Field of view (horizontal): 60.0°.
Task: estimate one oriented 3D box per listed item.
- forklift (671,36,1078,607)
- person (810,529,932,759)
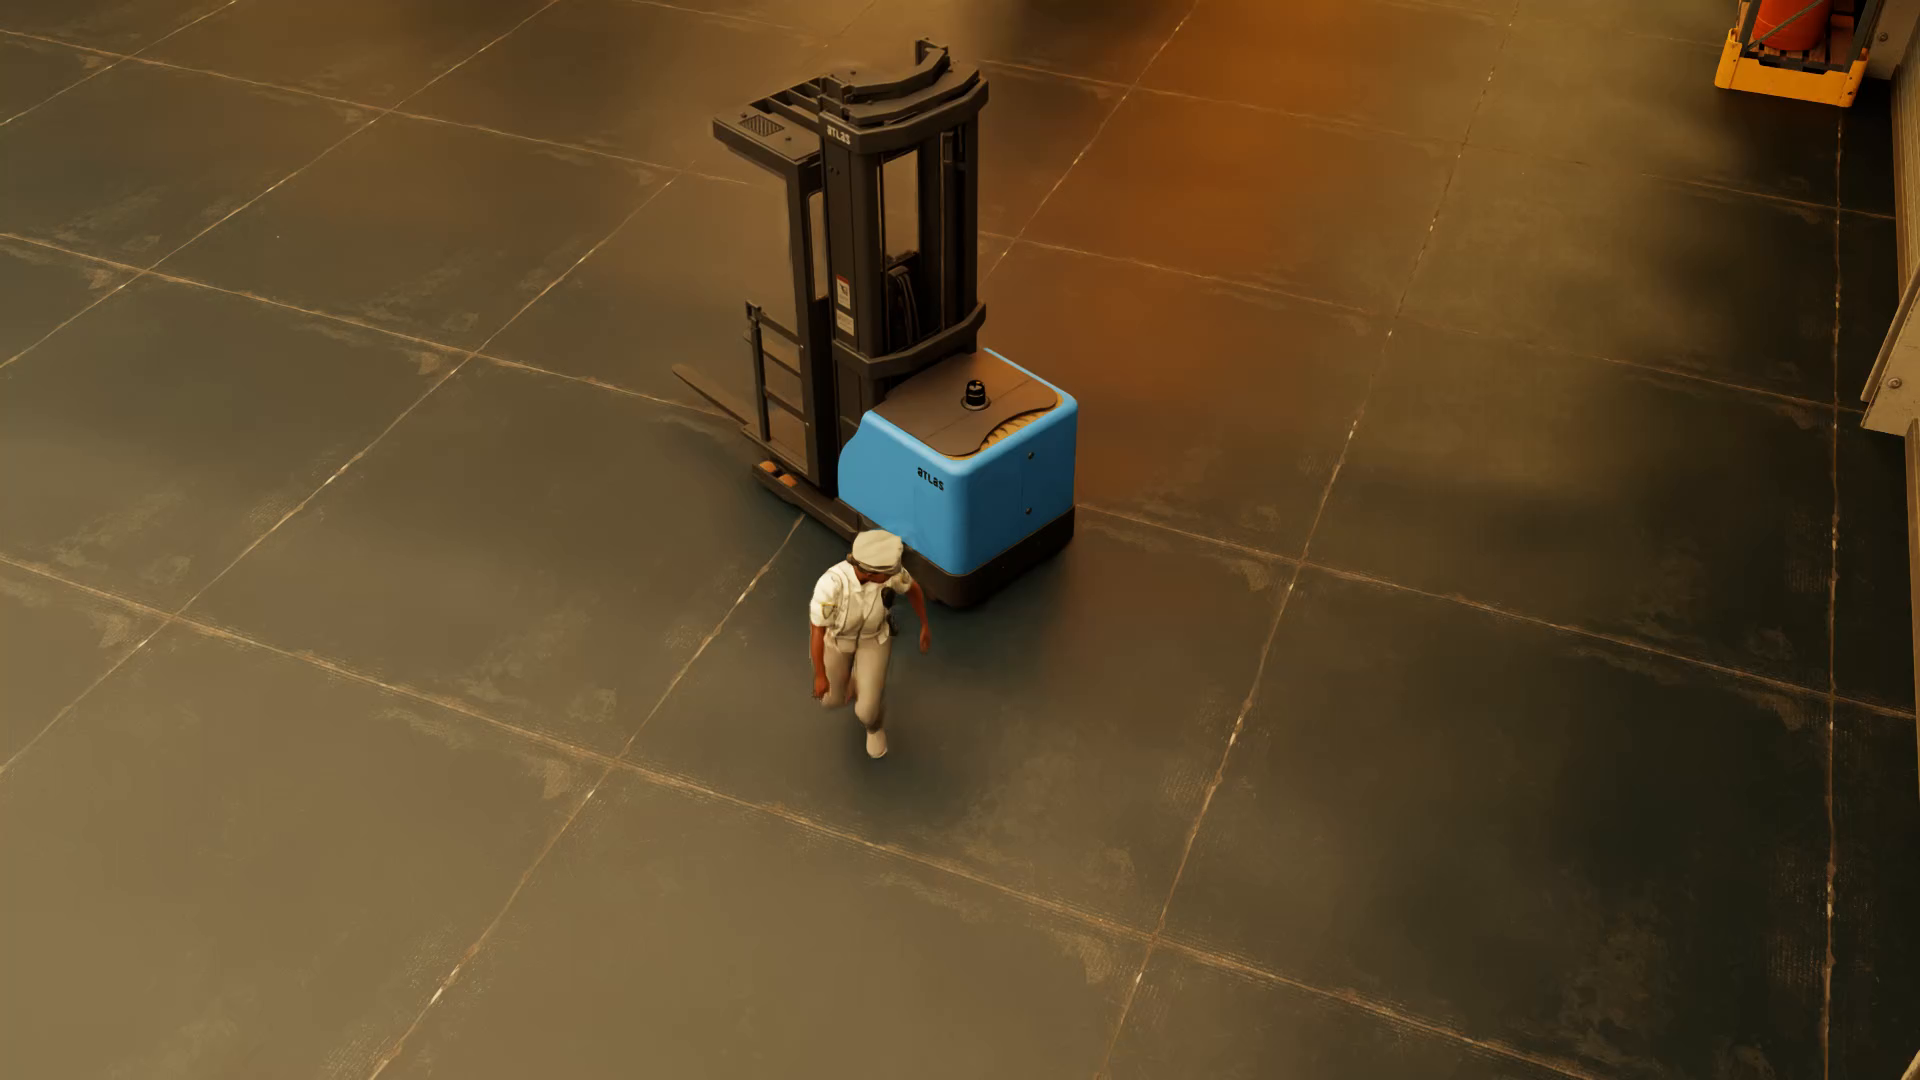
[{"bbox_3d":[-0.684,-1.580,9.894,1.130,2.935,3.031,-32,49,-32],"label":"forklift"},{"bbox_3d":[-0.452,0.469,8.632,0.610,1.451,0.681,-1,40,-1],"label":"person"}]
